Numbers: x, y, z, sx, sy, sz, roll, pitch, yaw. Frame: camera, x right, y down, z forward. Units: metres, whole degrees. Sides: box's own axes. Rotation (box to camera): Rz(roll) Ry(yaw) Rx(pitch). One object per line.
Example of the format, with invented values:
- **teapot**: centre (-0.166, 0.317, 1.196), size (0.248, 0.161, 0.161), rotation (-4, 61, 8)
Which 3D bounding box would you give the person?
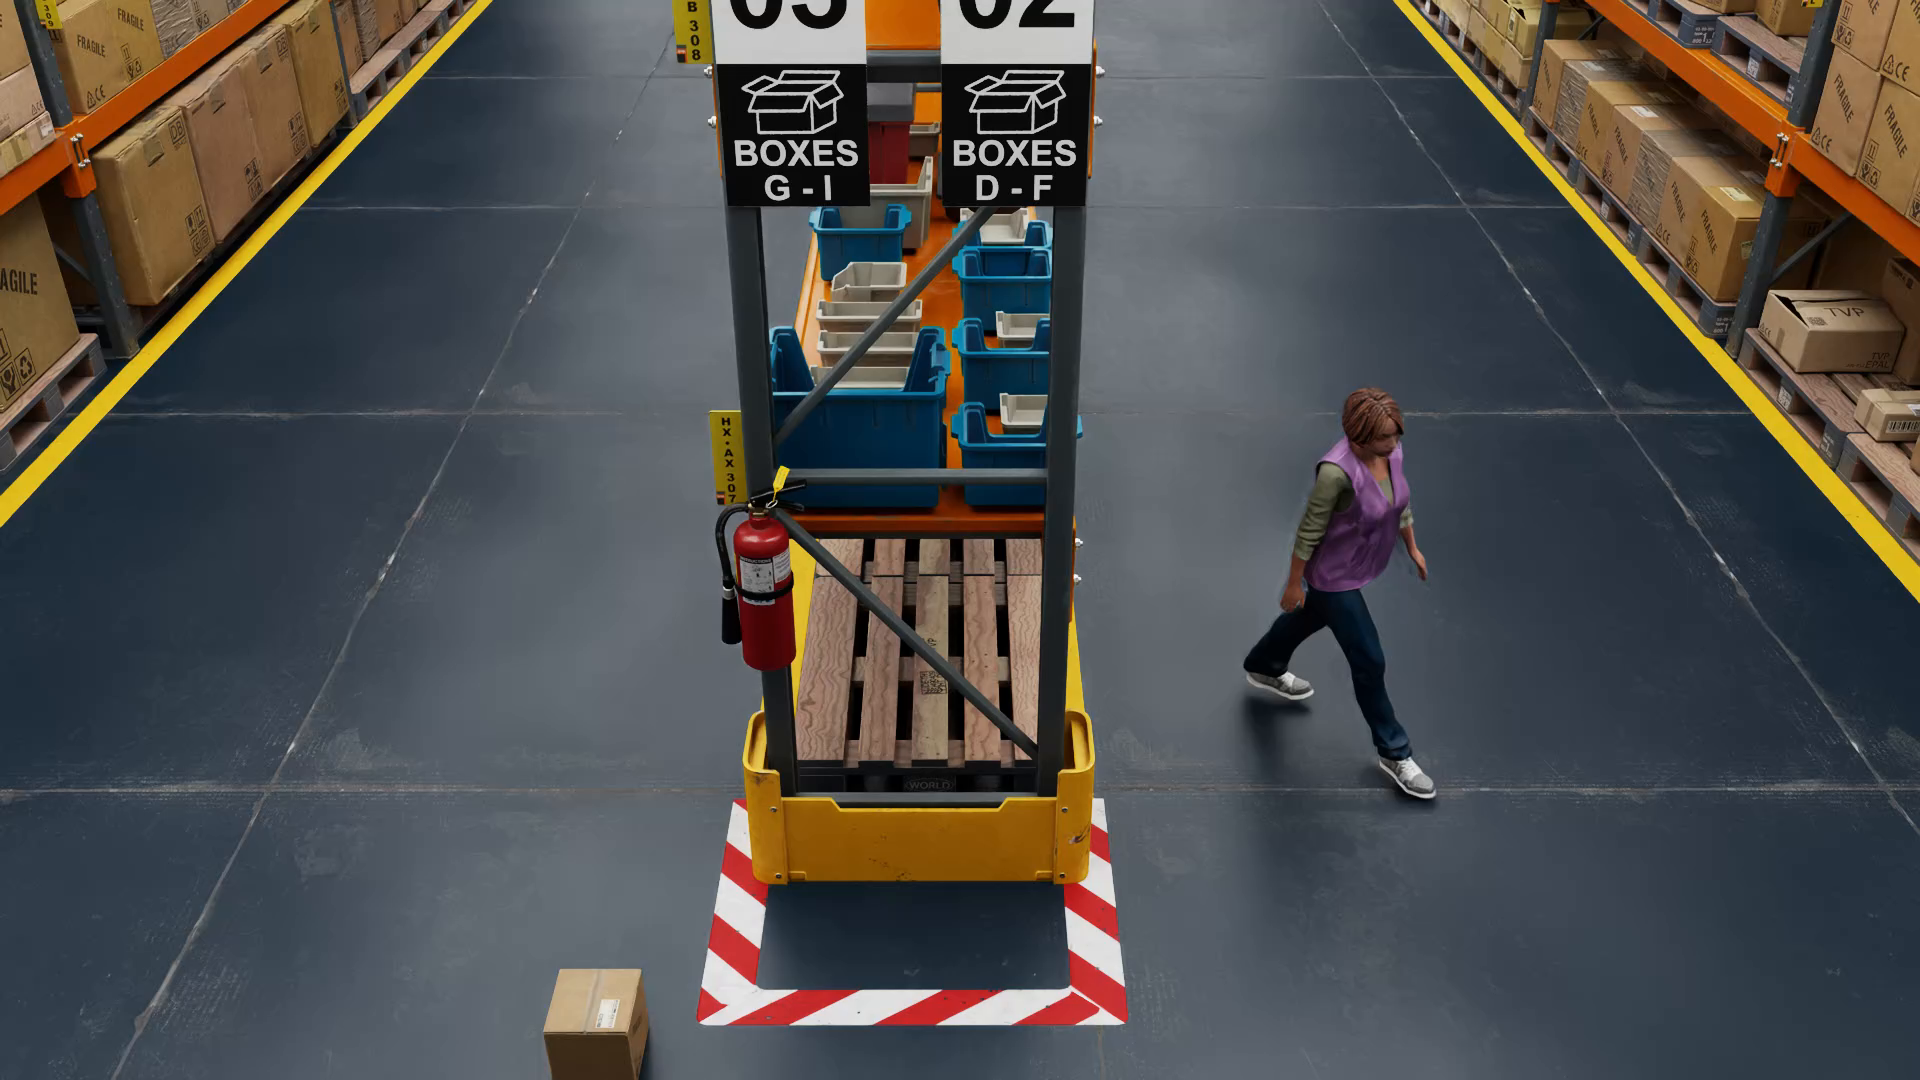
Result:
- **person**: centre (1.439, 0.111, 5.969), size (0.902, 1.537, 0.497), rotation (23, 39, 32)
